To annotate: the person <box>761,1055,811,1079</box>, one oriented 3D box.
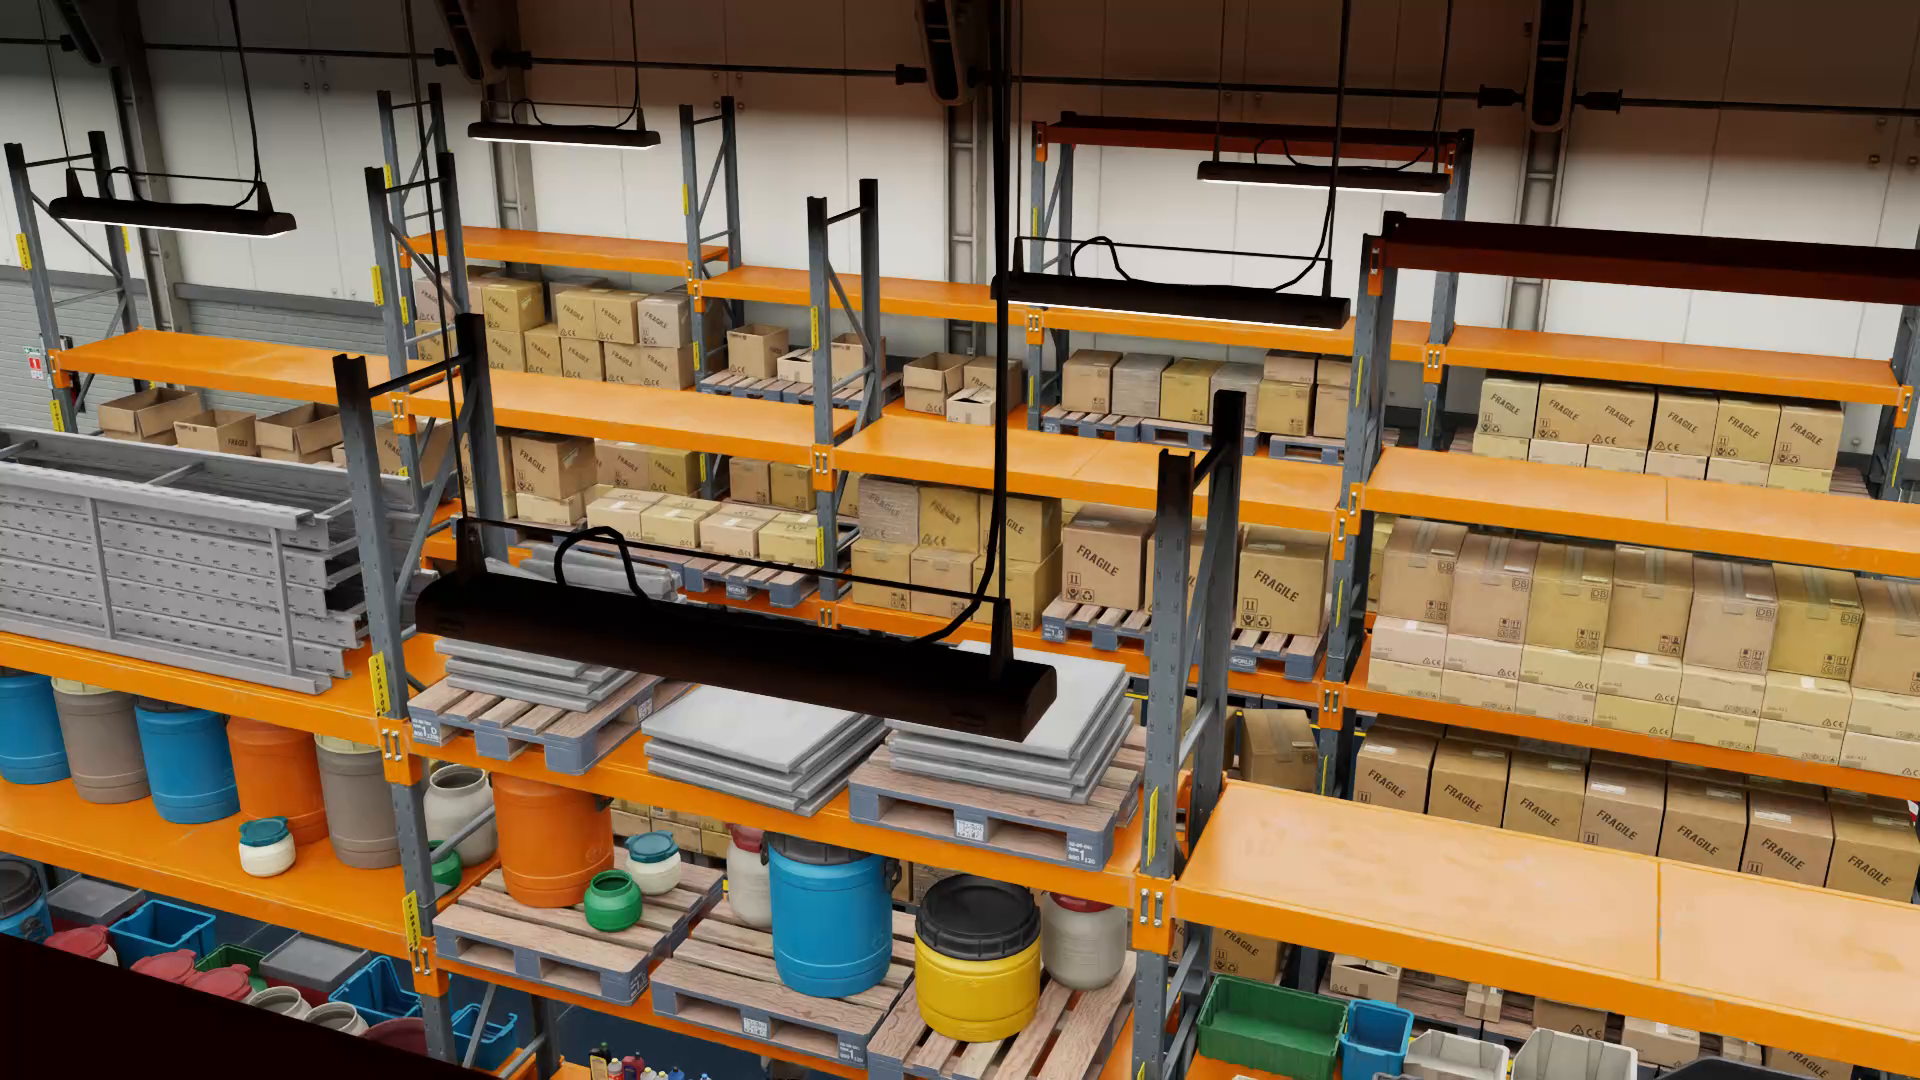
[{"bbox_3d":[-1.038,3.424,11.108,0.578,1.651,0.548,14,25,32],"label":"person"}]
